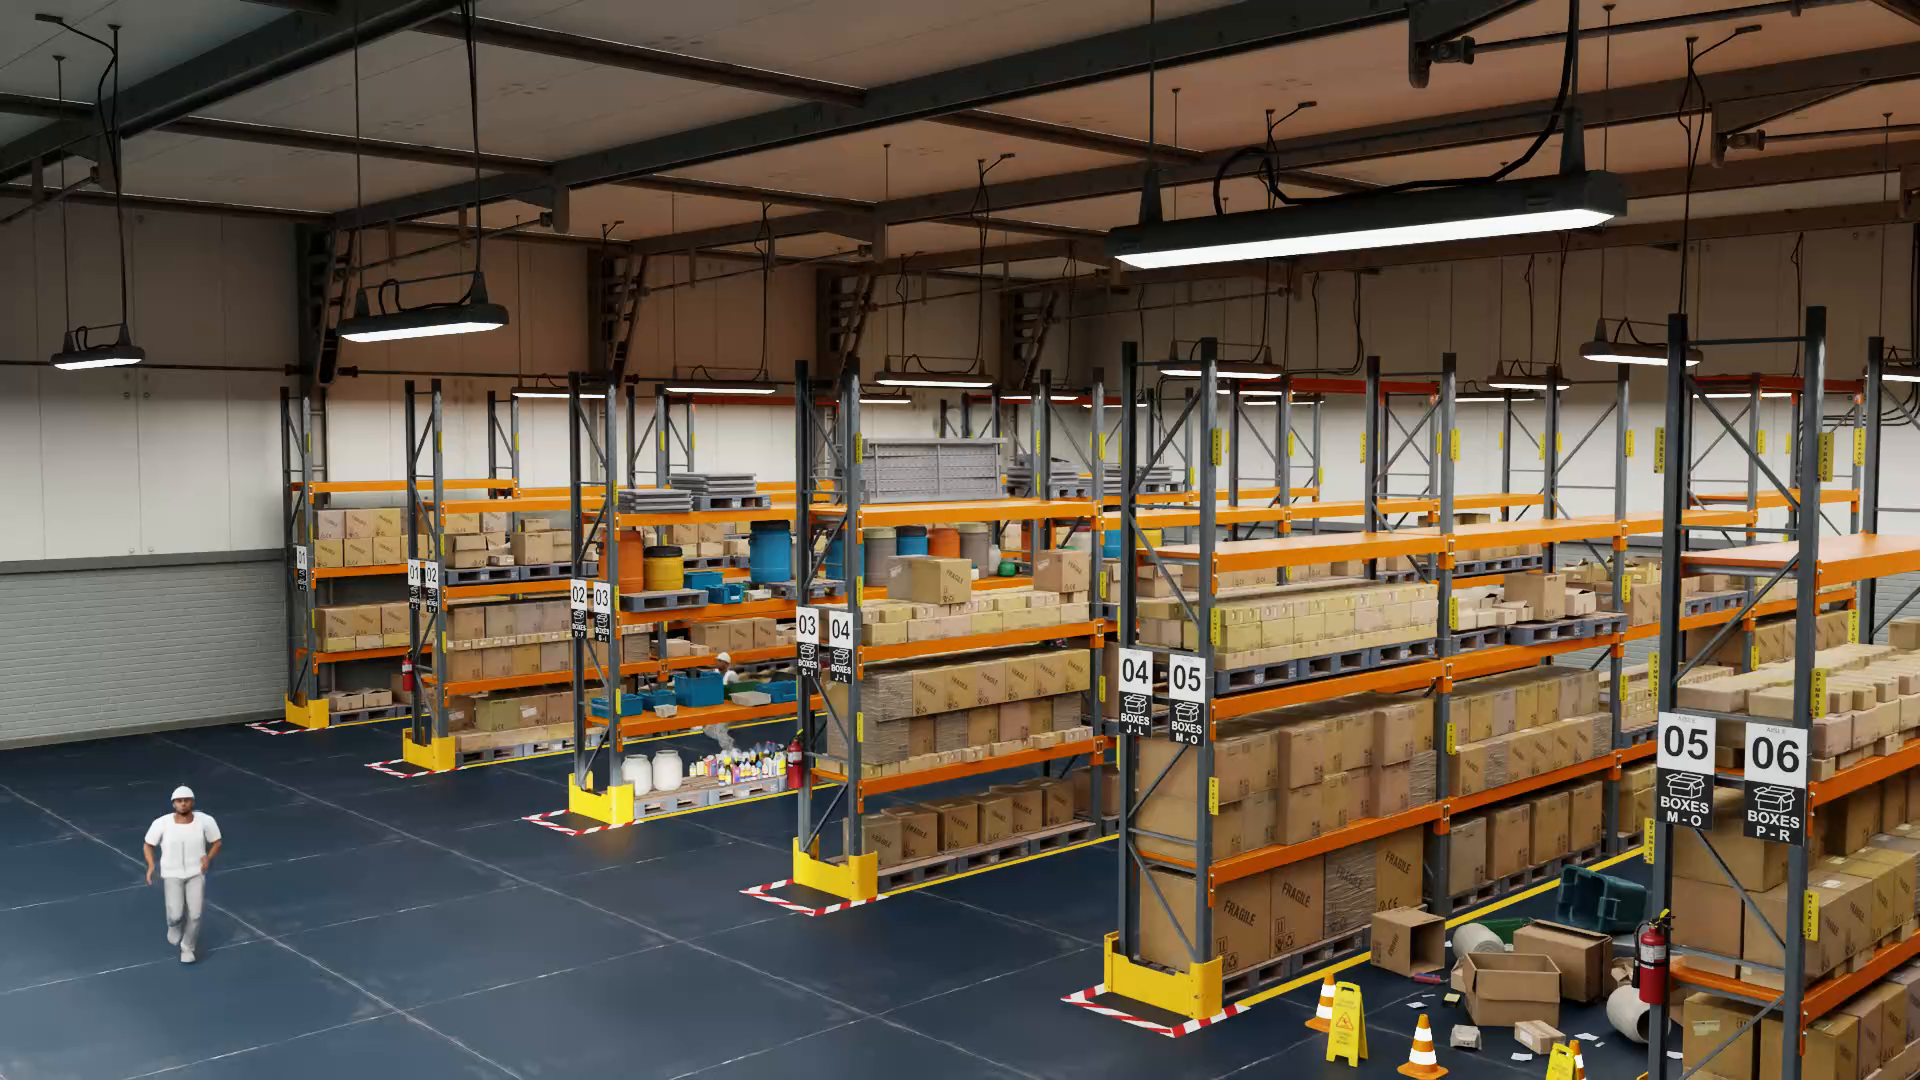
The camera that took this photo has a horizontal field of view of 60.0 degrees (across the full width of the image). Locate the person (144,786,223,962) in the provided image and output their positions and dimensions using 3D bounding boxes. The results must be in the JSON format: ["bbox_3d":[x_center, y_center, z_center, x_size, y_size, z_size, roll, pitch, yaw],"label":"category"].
[{"bbox_3d":[-7.597,3.266,16.290,0.703,1.717,0.584,-2,4,-27],"label":"person"}]

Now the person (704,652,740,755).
[{"bbox_3d":[-3.718,2.627,26.083,0.661,1.736,0.589,3,5,40],"label":"person"}]
